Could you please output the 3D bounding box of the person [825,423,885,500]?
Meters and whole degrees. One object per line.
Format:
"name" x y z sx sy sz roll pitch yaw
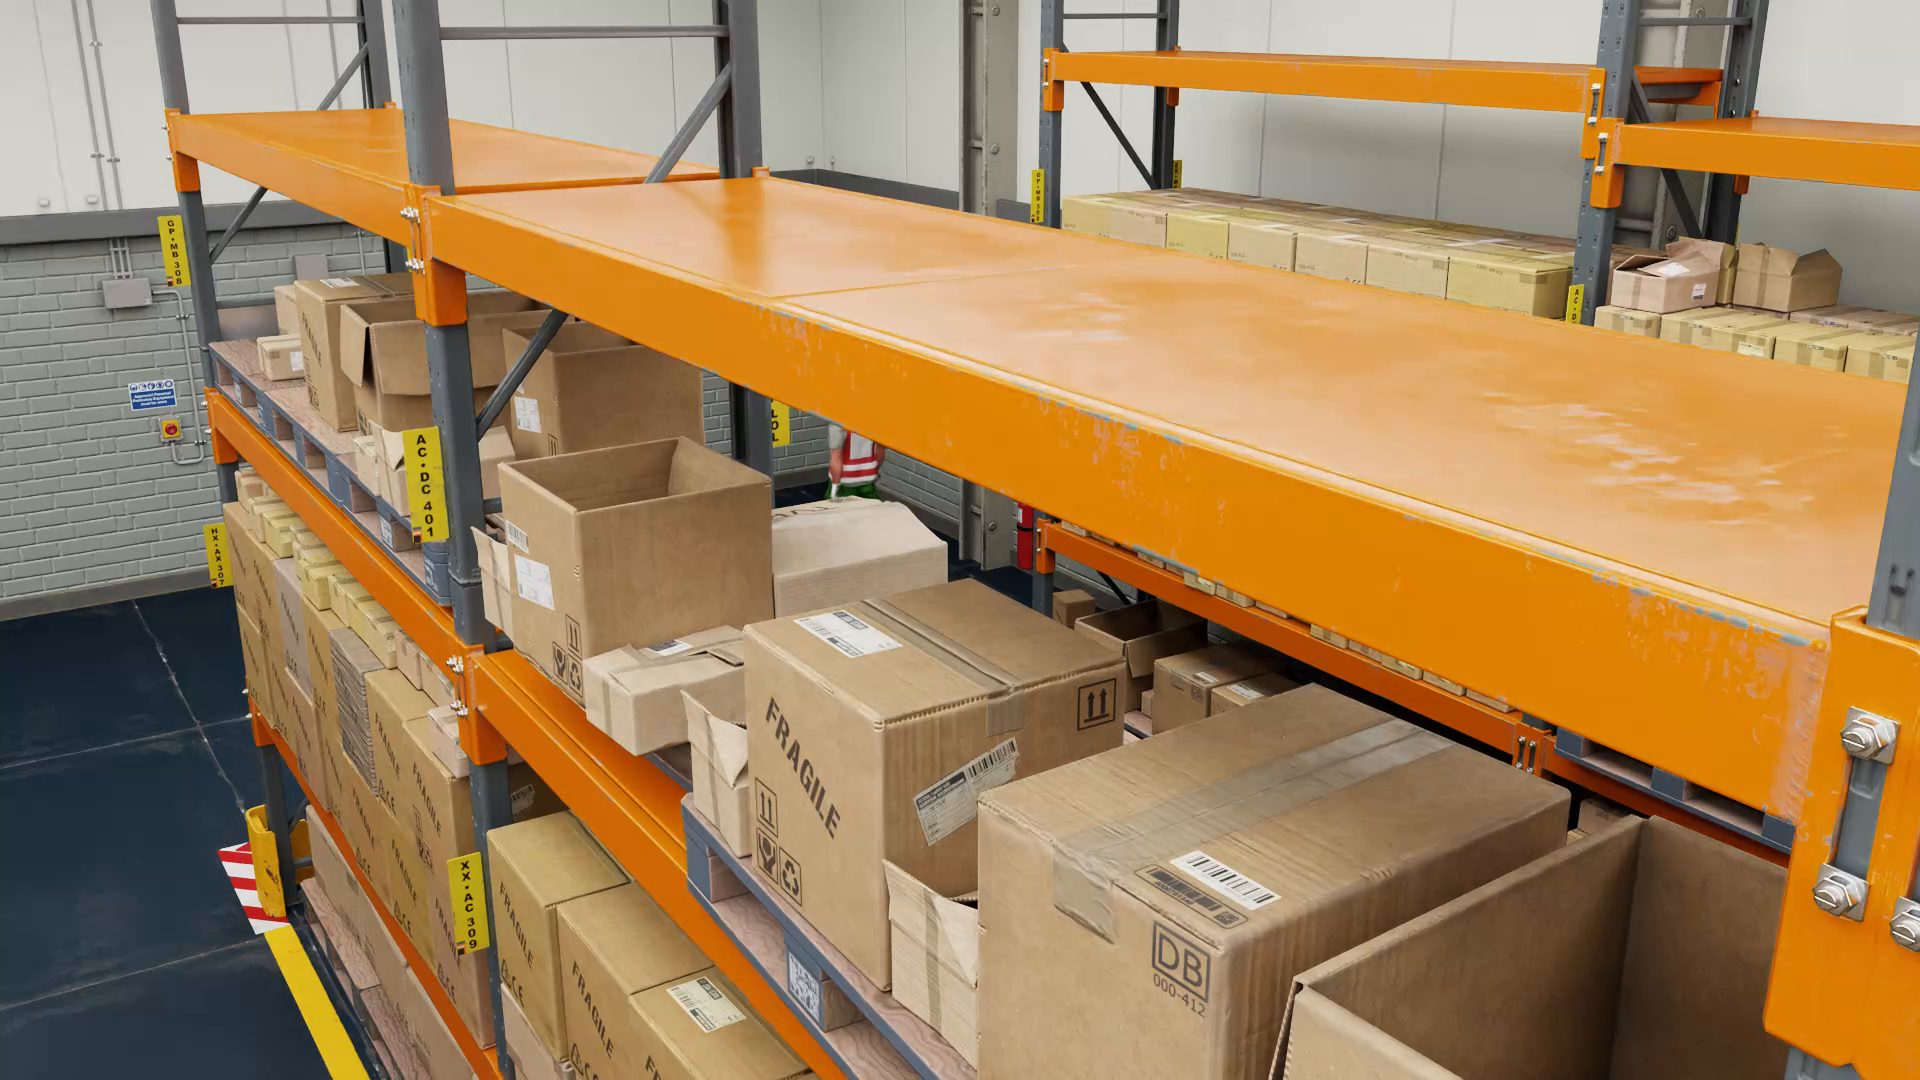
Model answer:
"person" -0.838 -0.496 13.543 0.553 1.762 0.890 -10 21 -29
